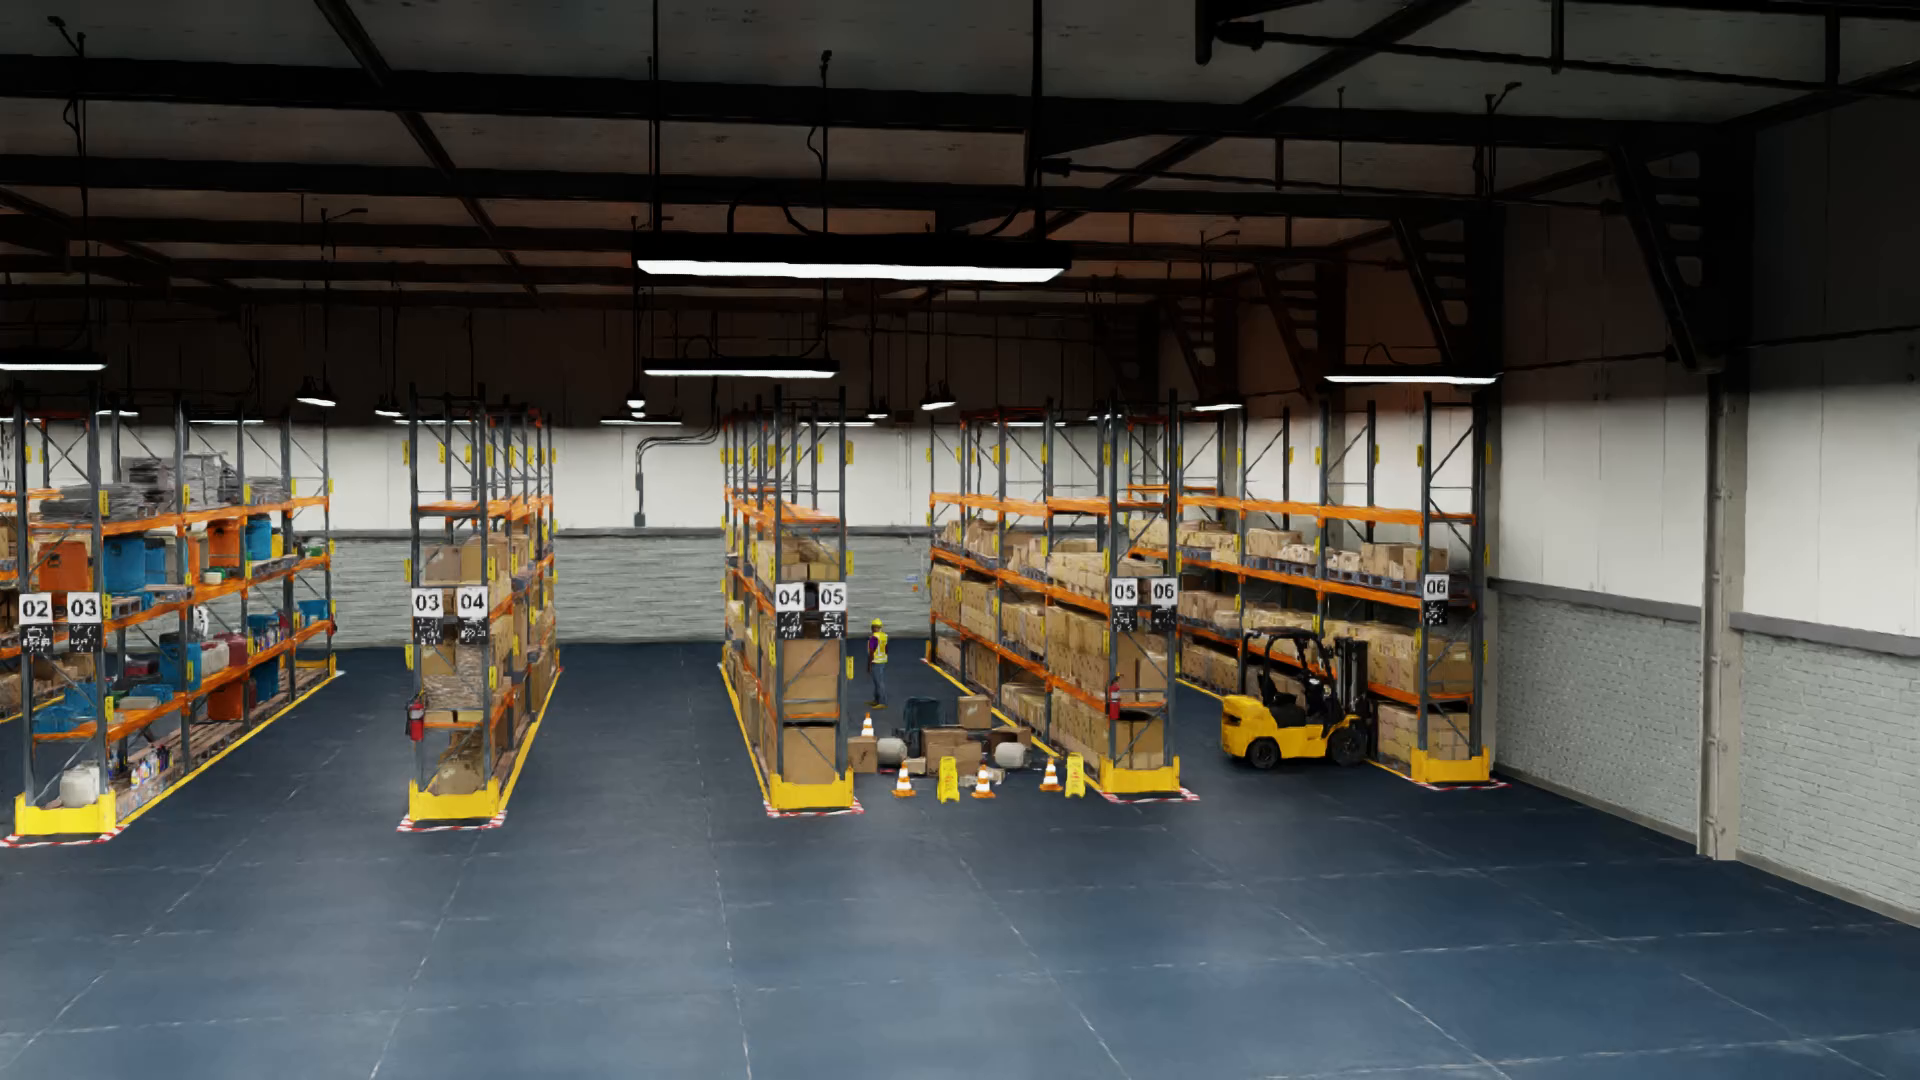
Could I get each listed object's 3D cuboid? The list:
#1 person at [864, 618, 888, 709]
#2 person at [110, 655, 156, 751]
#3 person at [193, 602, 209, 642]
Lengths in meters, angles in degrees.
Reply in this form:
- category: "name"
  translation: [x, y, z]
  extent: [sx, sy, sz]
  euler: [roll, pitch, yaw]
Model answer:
- category: "person"
  translation: [-1.669, 2.434, 32.990]
  extent: [0.573, 1.764, 0.669]
  euler: [1, 3, 19]
- category: "person"
  translation: [-13.785, 2.751, 27.632]
  extent: [0.618, 1.715, 0.979]
  euler: [1, 3, 10]
- category: "person"
  translation: [-18.526, 2.140, 40.417]
  extent: [0.488, 1.590, 1.089]
  euler: [-1, 3, -13]
